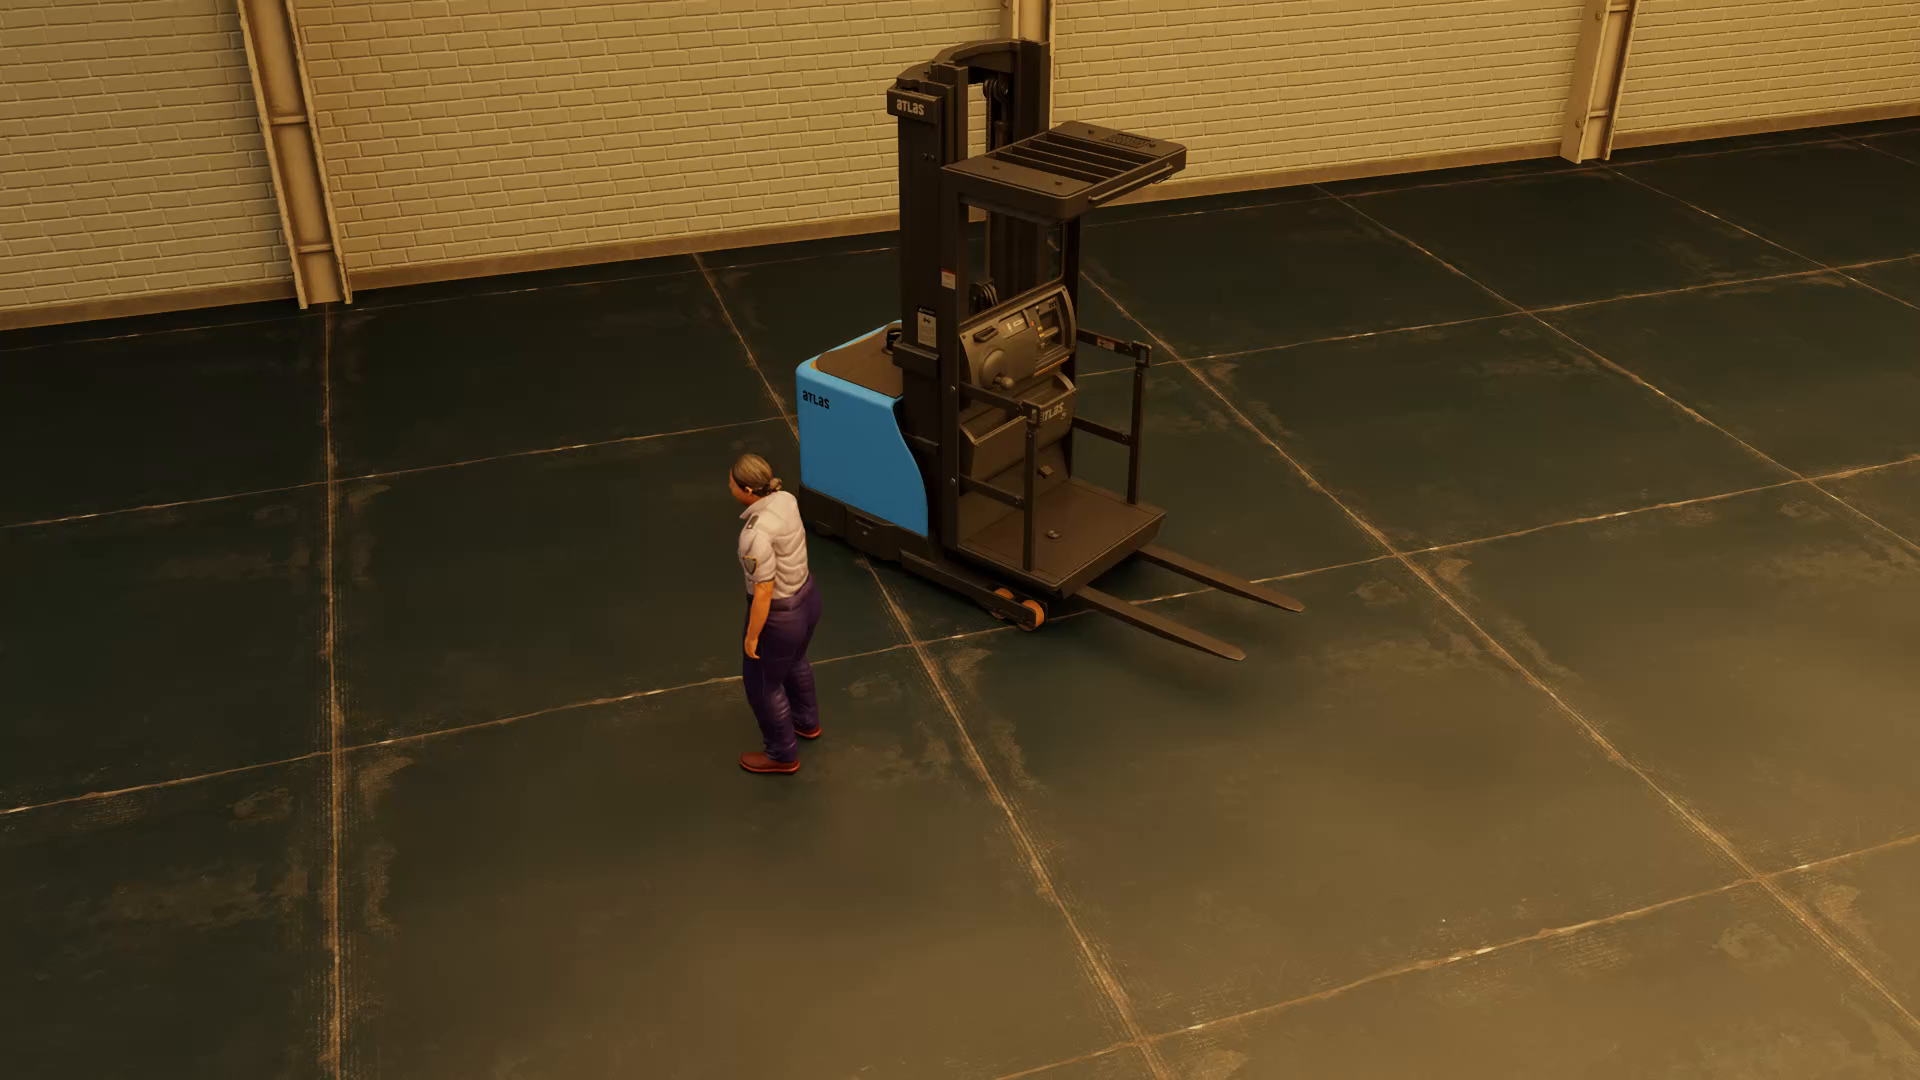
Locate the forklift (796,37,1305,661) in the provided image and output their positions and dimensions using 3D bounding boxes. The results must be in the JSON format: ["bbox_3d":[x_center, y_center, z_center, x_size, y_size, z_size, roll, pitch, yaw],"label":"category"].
[{"bbox_3d":[0.484,-1.070,8.946,3.031,2.935,1.130,23,37,34],"label":"forklift"}]

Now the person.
[{"bbox_3d":[-0.855,0.333,7.794,0.370,1.651,0.566,9,31,15],"label":"person"}]
